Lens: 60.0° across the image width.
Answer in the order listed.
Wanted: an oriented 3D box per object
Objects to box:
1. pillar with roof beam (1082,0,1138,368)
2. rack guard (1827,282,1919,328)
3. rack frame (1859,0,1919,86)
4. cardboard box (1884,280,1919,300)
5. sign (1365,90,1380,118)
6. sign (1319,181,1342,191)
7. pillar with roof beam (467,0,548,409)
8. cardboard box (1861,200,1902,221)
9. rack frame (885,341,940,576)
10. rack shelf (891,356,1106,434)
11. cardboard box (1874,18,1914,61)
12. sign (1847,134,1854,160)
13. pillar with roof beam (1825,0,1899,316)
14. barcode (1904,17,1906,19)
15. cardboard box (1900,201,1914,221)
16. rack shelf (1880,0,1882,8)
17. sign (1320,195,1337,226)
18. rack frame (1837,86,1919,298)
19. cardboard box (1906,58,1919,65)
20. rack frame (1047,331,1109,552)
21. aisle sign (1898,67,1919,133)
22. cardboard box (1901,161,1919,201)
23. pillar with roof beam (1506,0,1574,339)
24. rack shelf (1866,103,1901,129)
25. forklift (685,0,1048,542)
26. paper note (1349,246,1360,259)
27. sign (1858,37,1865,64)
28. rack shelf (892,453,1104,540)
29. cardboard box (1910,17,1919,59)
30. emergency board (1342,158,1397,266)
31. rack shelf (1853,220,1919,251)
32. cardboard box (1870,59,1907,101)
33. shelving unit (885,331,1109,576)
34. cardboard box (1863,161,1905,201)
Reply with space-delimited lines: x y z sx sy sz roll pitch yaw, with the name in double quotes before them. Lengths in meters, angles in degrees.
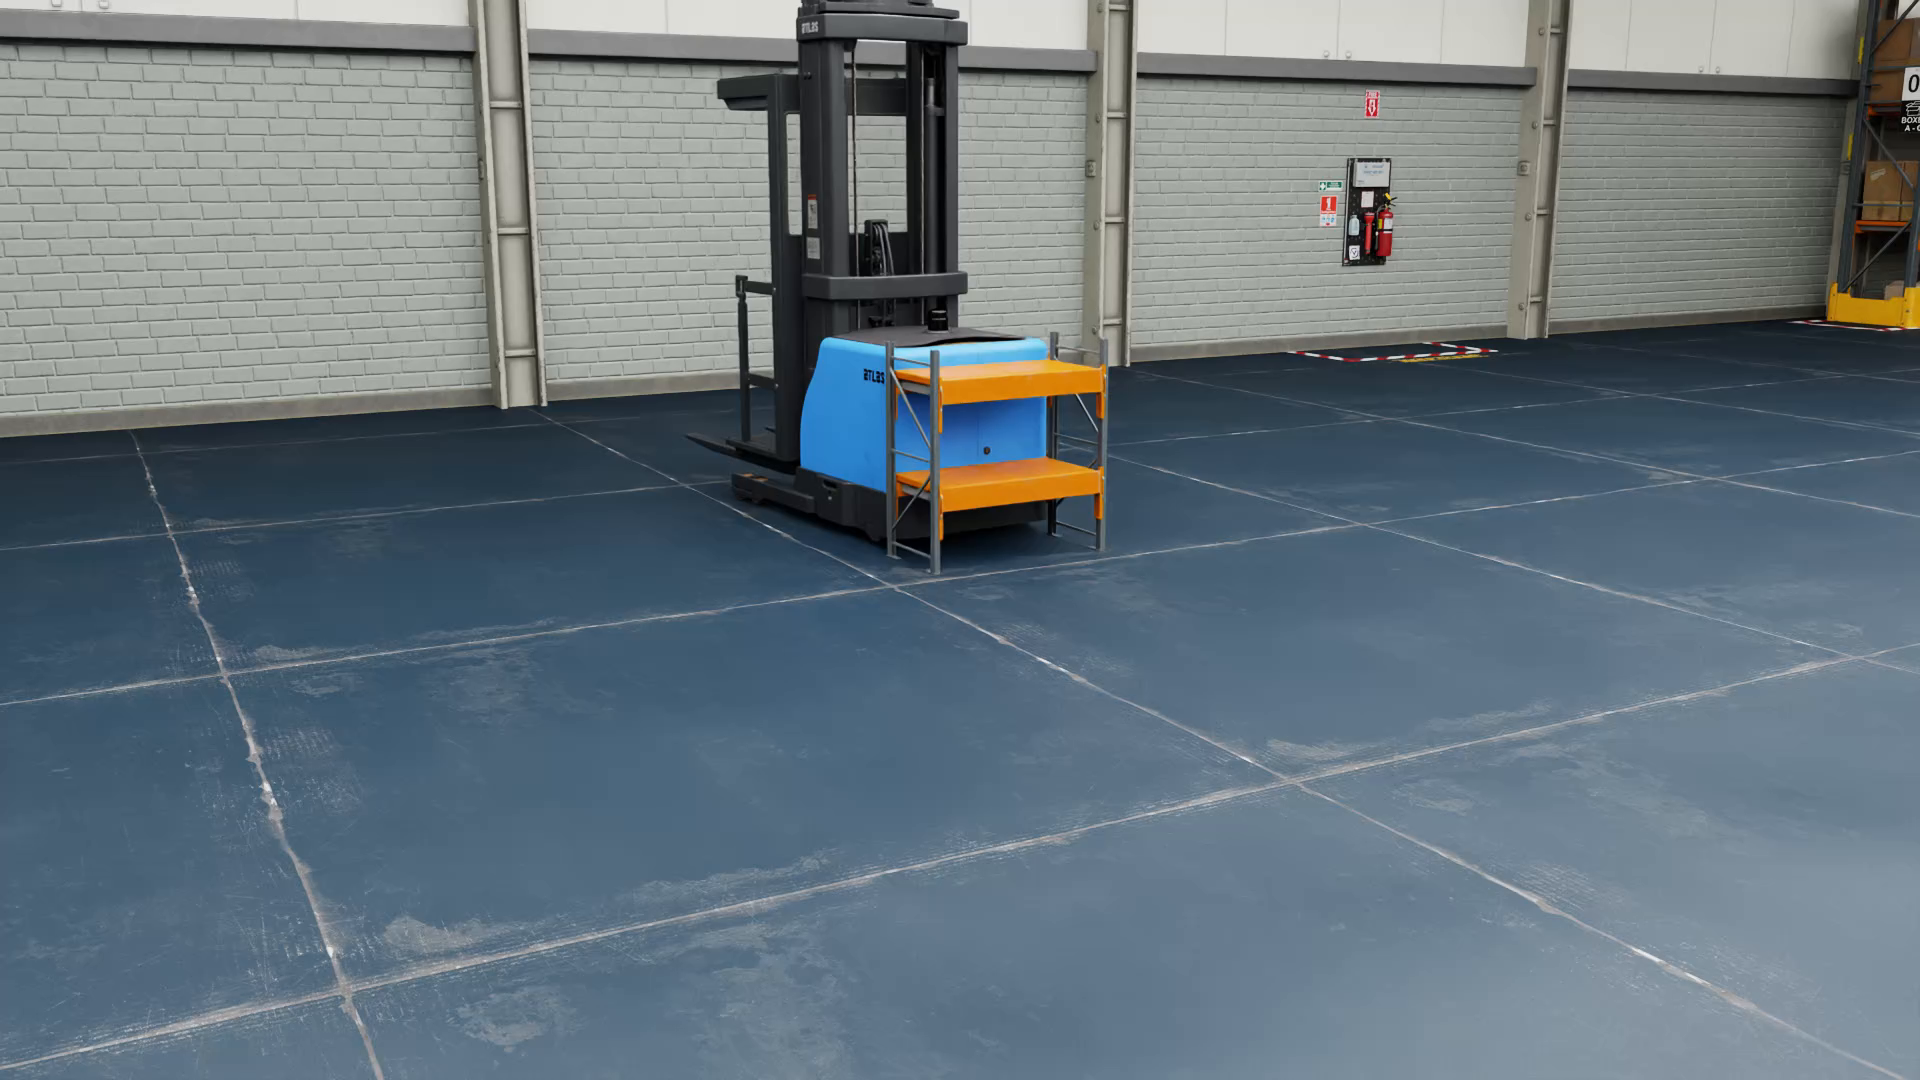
"pillar with roof beam" 3.559 -5.349 12.380 0.400 9.000 9.100 -7 14 -28
"rack guard" 11.896 -3.062 21.577 0.348 0.500 1.175 -7 14 -28
"rack frame" 11.829 -7.200 20.608 0.127 3.000 1.000 -7 14 -28
"cardboard box" 12.480 -3.232 21.760 0.500 0.311 0.500 -9 15 -34
"sign" 4.521 -4.779 18.235 0.199 0.298 0.001 -7 14 -28
"sign" 4.049 -3.867 18.170 0.331 0.109 0.001 -7 14 -28
"pillar with roof beam" -1.707 -4.718 9.576 0.400 9.000 9.100 -7 14 -28
"cardboard box" 12.147 -4.297 21.666 0.500 0.250 0.500 -7 14 -27
"rack frame" -0.241 -0.419 8.409 0.032 1.125 0.500 -8 15 -30
"rack shelf" 0.194 -0.762 8.601 1.000 0.278 0.538 -8 15 -30
"cardboard box" 12.083 -6.379 21.240 0.500 0.500 0.500 -6 14 -25
"sign" 11.581 -5.102 21.590 0.005 0.325 0.100 -7 14 -28
"pillar with roof beam" 14.092 -6.611 17.990 0.400 9.000 9.100 -7 14 -28
"barcode" 12.213 -6.737 21.511 0.075 0.075 0.001 -7 14 -28
"cardboard box" 12.410 -4.200 21.238 0.500 0.250 0.500 -7 15 -29
"rack shelf" 13.585 -7.058 21.623 4.000 0.370 1.077 -7 14 -28
"sign" 4.041 -3.609 18.234 0.234 0.329 0.001 -7 14 -28
"rack frame" 11.829 -4.274 21.267 0.127 3.000 1.000 -7 14 -28
"cardboard box" 12.243 -5.783 20.867 0.500 0.500 0.500 -6 14 -26
"rack frame" 0.629 -0.534 8.922 0.032 1.125 0.500 -8 15 -30
"aisle sign" 11.910 -5.477 20.691 0.004 0.787 0.394 -7 14 -28
"cardboard box" 12.392 -4.568 21.165 0.500 0.500 0.500 -7 14 -28
"pillar with roof beam" 8.826 -5.980 15.185 0.400 9.000 9.100 -7 14 -28
"rack shelf" 13.585 -5.596 21.952 4.000 0.370 1.077 -7 14 -28
"forklift" -0.744 -1.692 9.951 1.130 2.935 3.031 -8 15 -33
"paper note" 4.387 -3.195 18.481 0.142 0.148 0.016 -7 14 -28
"sign" 11.581 -6.278 21.325 0.005 0.325 0.100 -7 14 -28
"rack shelf" 0.194 -0.238 8.719 1.000 0.278 0.538 -8 15 -30
"cardboard box" 12.284 -6.277 20.787 0.500 0.500 0.500 -8 15 -32
"emergency board" 4.576 -3.630 18.408 0.643 1.169 0.194 -7 14 -28
"rack shelf" 13.585 -4.133 22.281 4.000 0.370 1.077 -7 14 -28
"cardboard box" 12.074 -5.888 21.336 0.500 0.500 0.500 -6 14 -24
"shelving unit" 0.194 -0.477 8.665 1.048 1.125 0.538 -8 15 -30
"cardboard box" 12.141 -4.667 21.601 0.500 0.500 0.500 -7 14 -28
